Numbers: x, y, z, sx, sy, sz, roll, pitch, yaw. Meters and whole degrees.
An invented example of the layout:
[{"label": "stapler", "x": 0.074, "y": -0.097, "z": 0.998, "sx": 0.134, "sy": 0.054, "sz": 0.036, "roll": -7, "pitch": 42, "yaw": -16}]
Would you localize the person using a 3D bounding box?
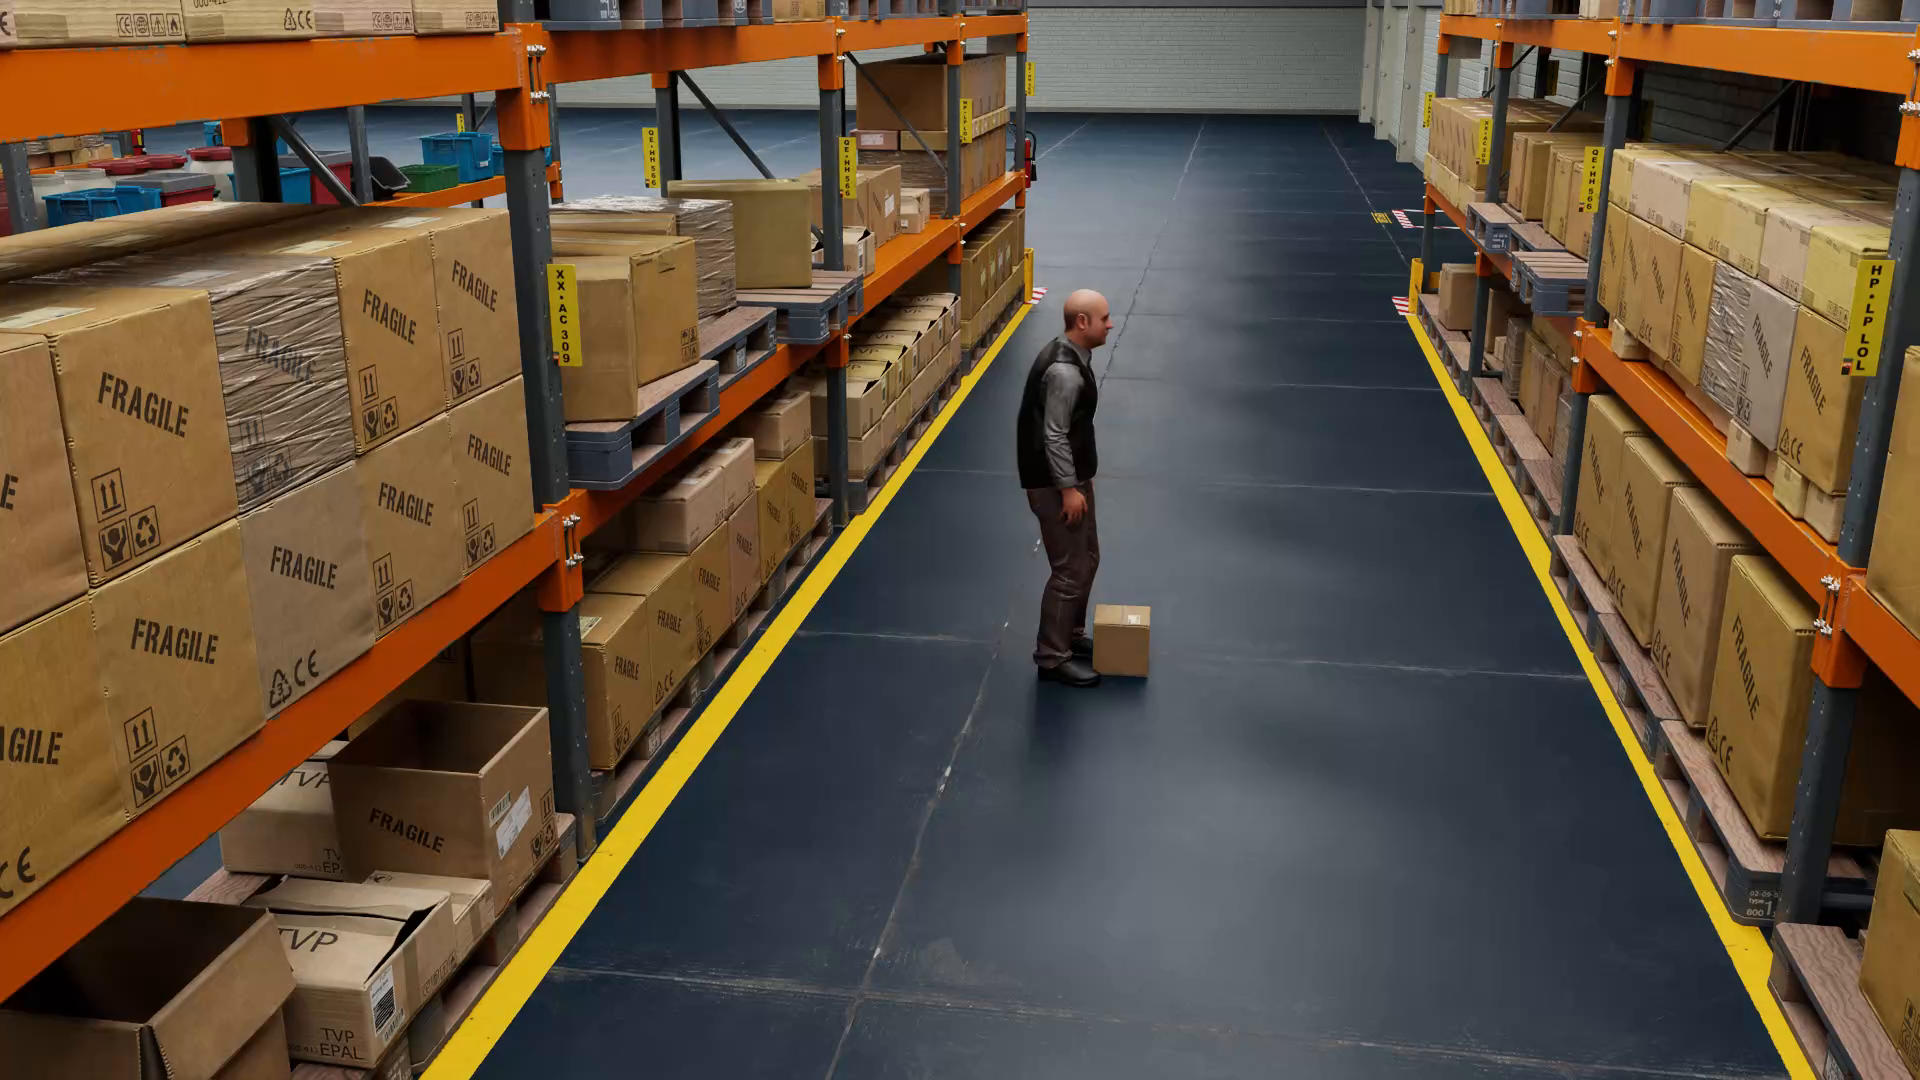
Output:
[{"label": "person", "x": 0.481, "y": -0.203, "z": 7.392, "sx": 0.460, "sy": 1.619, "sz": 0.580, "roll": 3, "pitch": 18, "yaw": 9}]
